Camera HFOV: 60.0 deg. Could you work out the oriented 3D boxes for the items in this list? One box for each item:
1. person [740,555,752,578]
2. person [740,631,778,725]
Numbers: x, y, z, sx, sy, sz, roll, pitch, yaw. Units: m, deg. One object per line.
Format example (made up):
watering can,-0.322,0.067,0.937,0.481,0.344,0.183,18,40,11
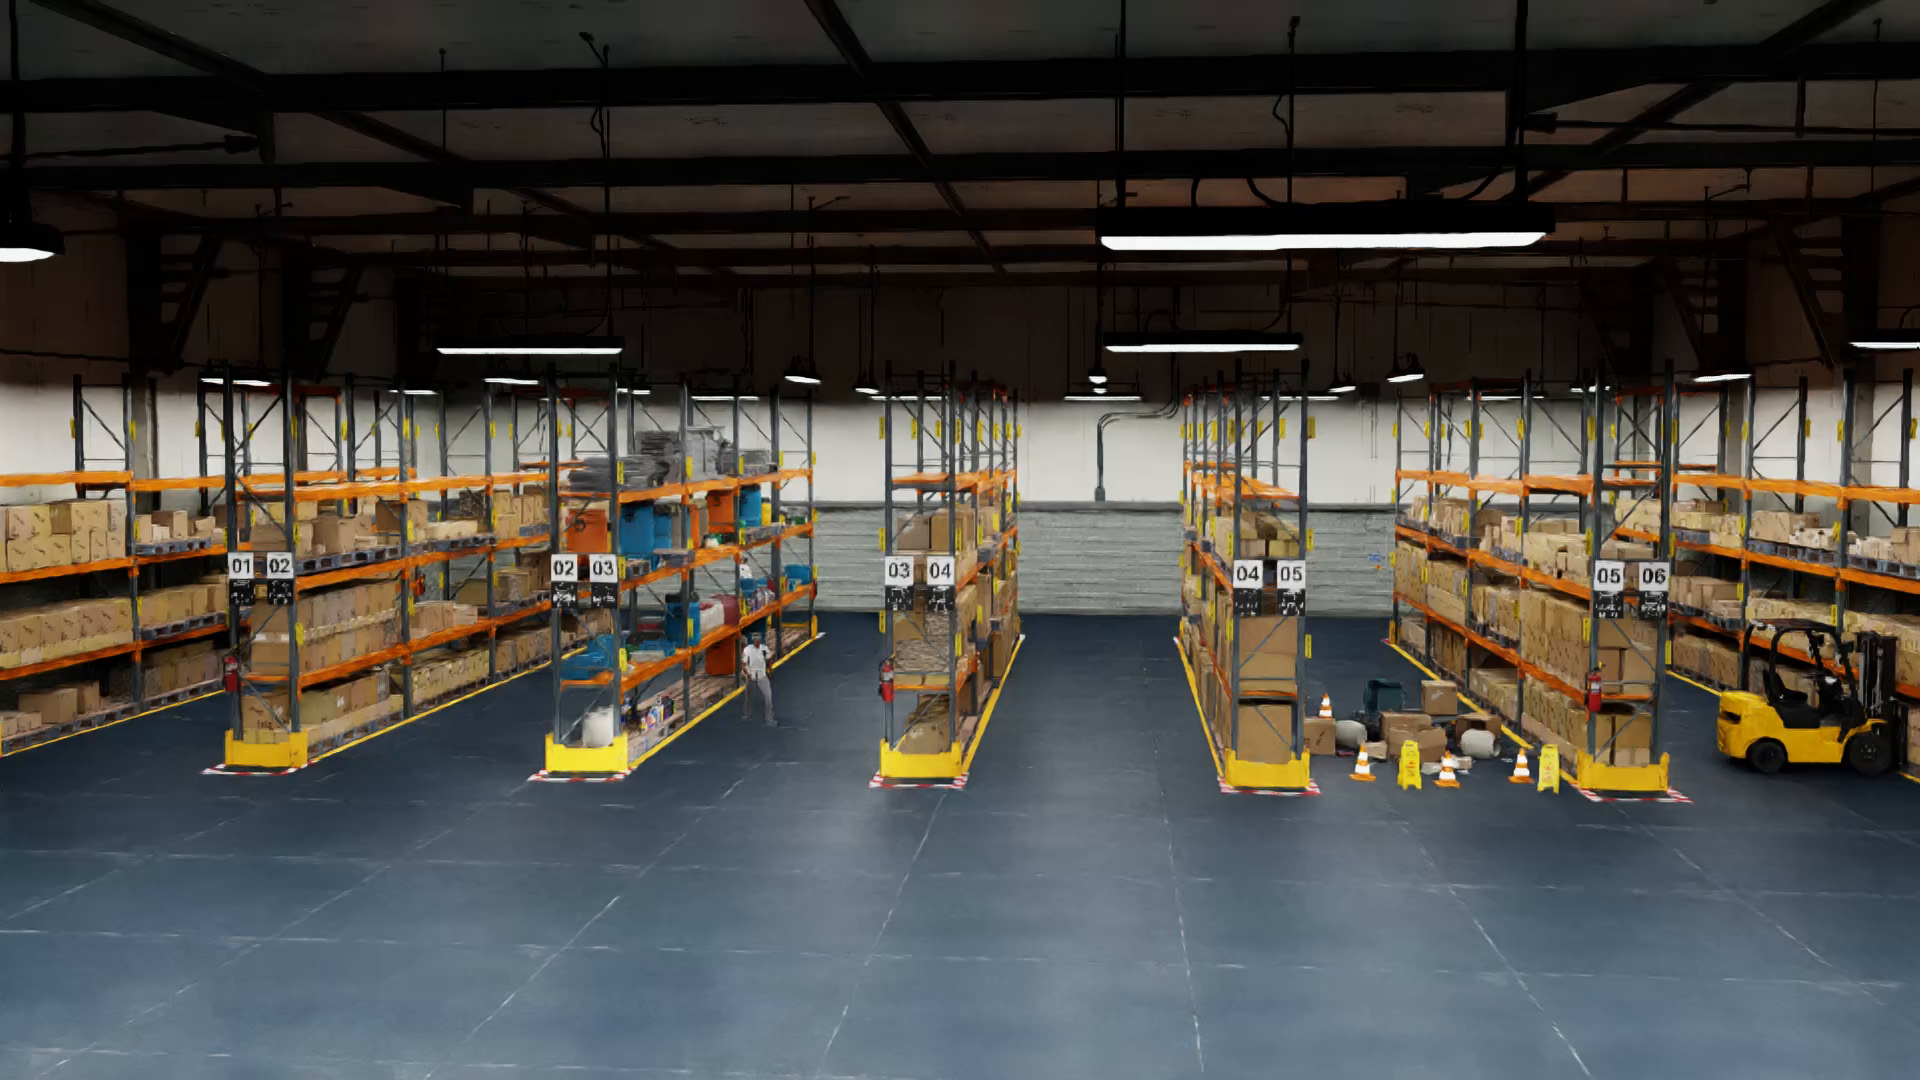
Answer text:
person,-5.733,1.237,44.566,0.465,1.687,0.583,-2,4,-31
person,-3.445,2.326,28.350,0.621,1.606,0.827,-1,4,-12
